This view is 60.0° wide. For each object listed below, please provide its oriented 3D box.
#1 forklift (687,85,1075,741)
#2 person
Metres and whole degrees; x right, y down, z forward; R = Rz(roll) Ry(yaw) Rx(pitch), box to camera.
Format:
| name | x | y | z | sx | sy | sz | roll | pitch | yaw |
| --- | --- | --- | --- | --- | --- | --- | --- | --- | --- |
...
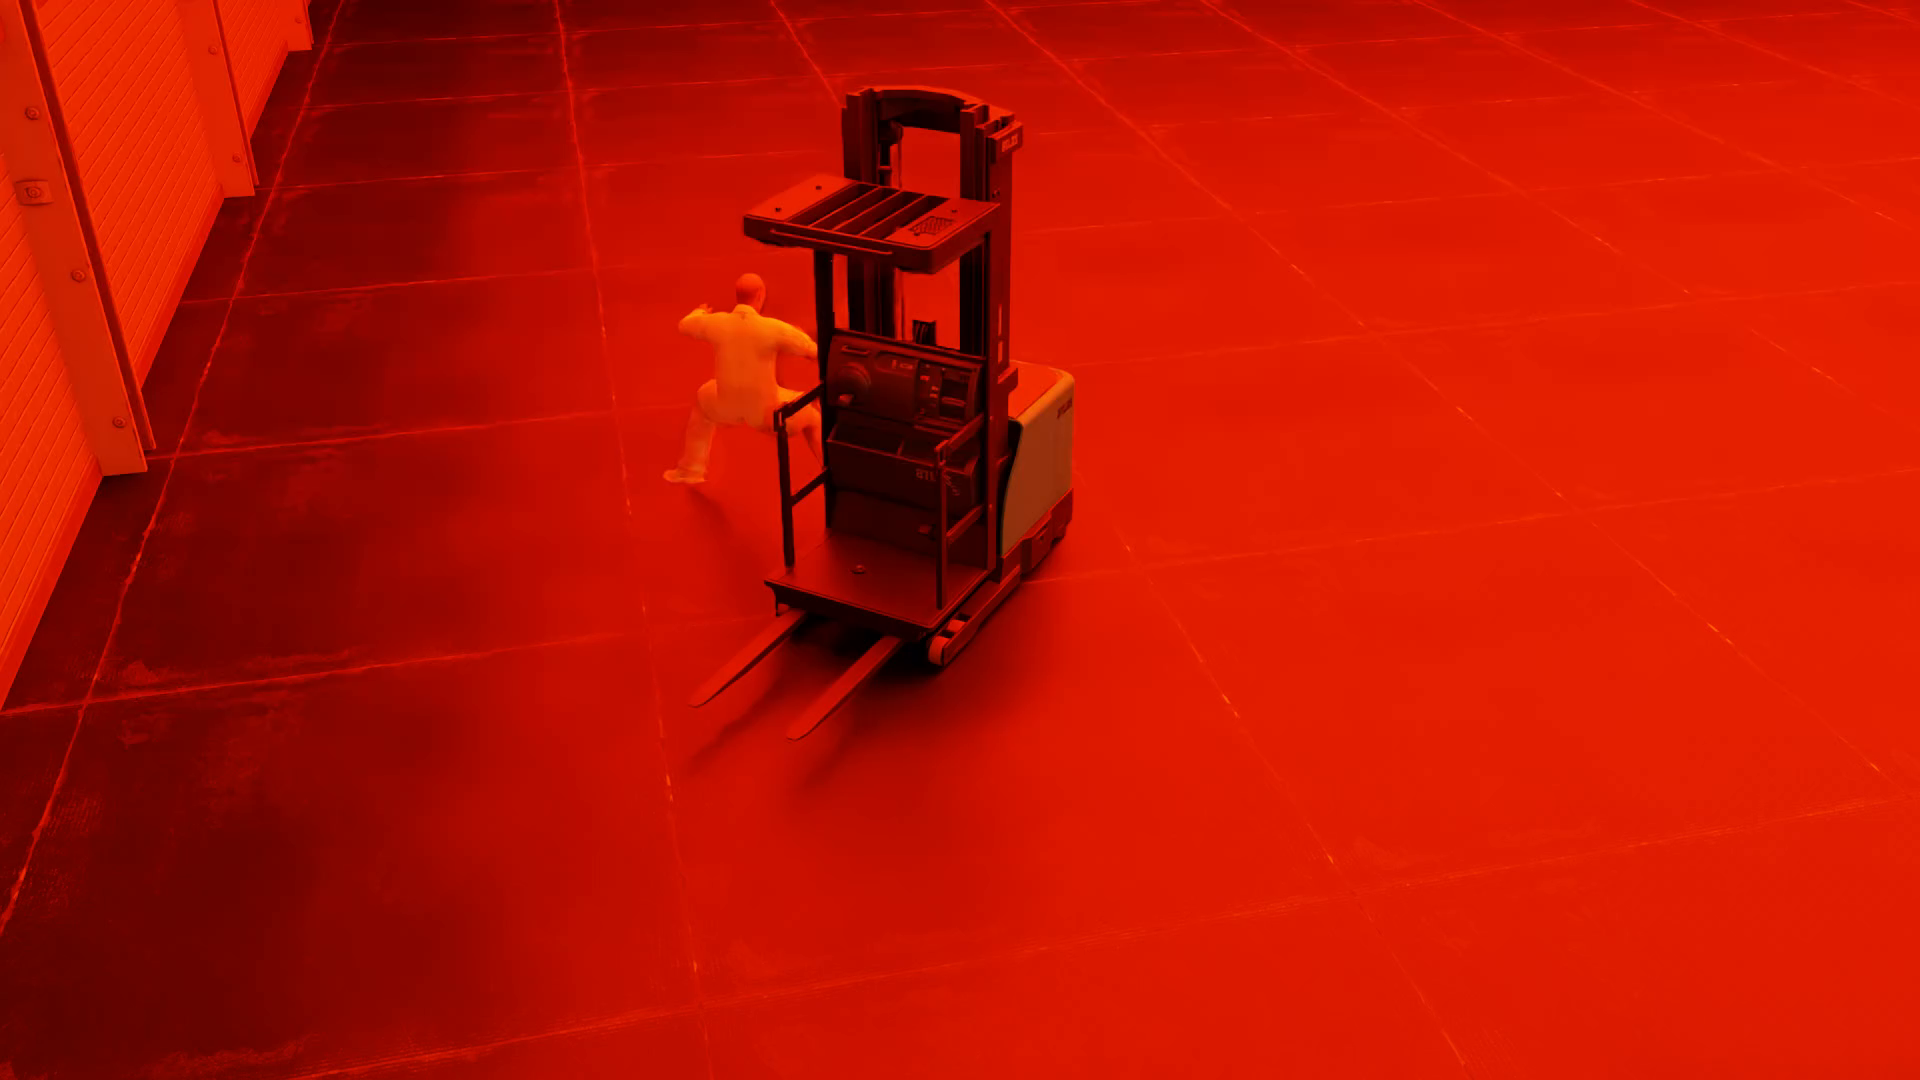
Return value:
| name | x | y | z | sx | sy | sz | roll | pitch | yaw |
| --- | --- | --- | --- | --- | --- | --- | --- | --- | --- |
| forklift | -0.416 | -0.821 | 8.992 | 1.130 | 2.935 | 3.031 | 15 | 33 | 24 |
| person | -1.340 | -1.011 | 10.718 | 1.250 | 1.558 | 0.702 | 8 | 31 | 13 |
